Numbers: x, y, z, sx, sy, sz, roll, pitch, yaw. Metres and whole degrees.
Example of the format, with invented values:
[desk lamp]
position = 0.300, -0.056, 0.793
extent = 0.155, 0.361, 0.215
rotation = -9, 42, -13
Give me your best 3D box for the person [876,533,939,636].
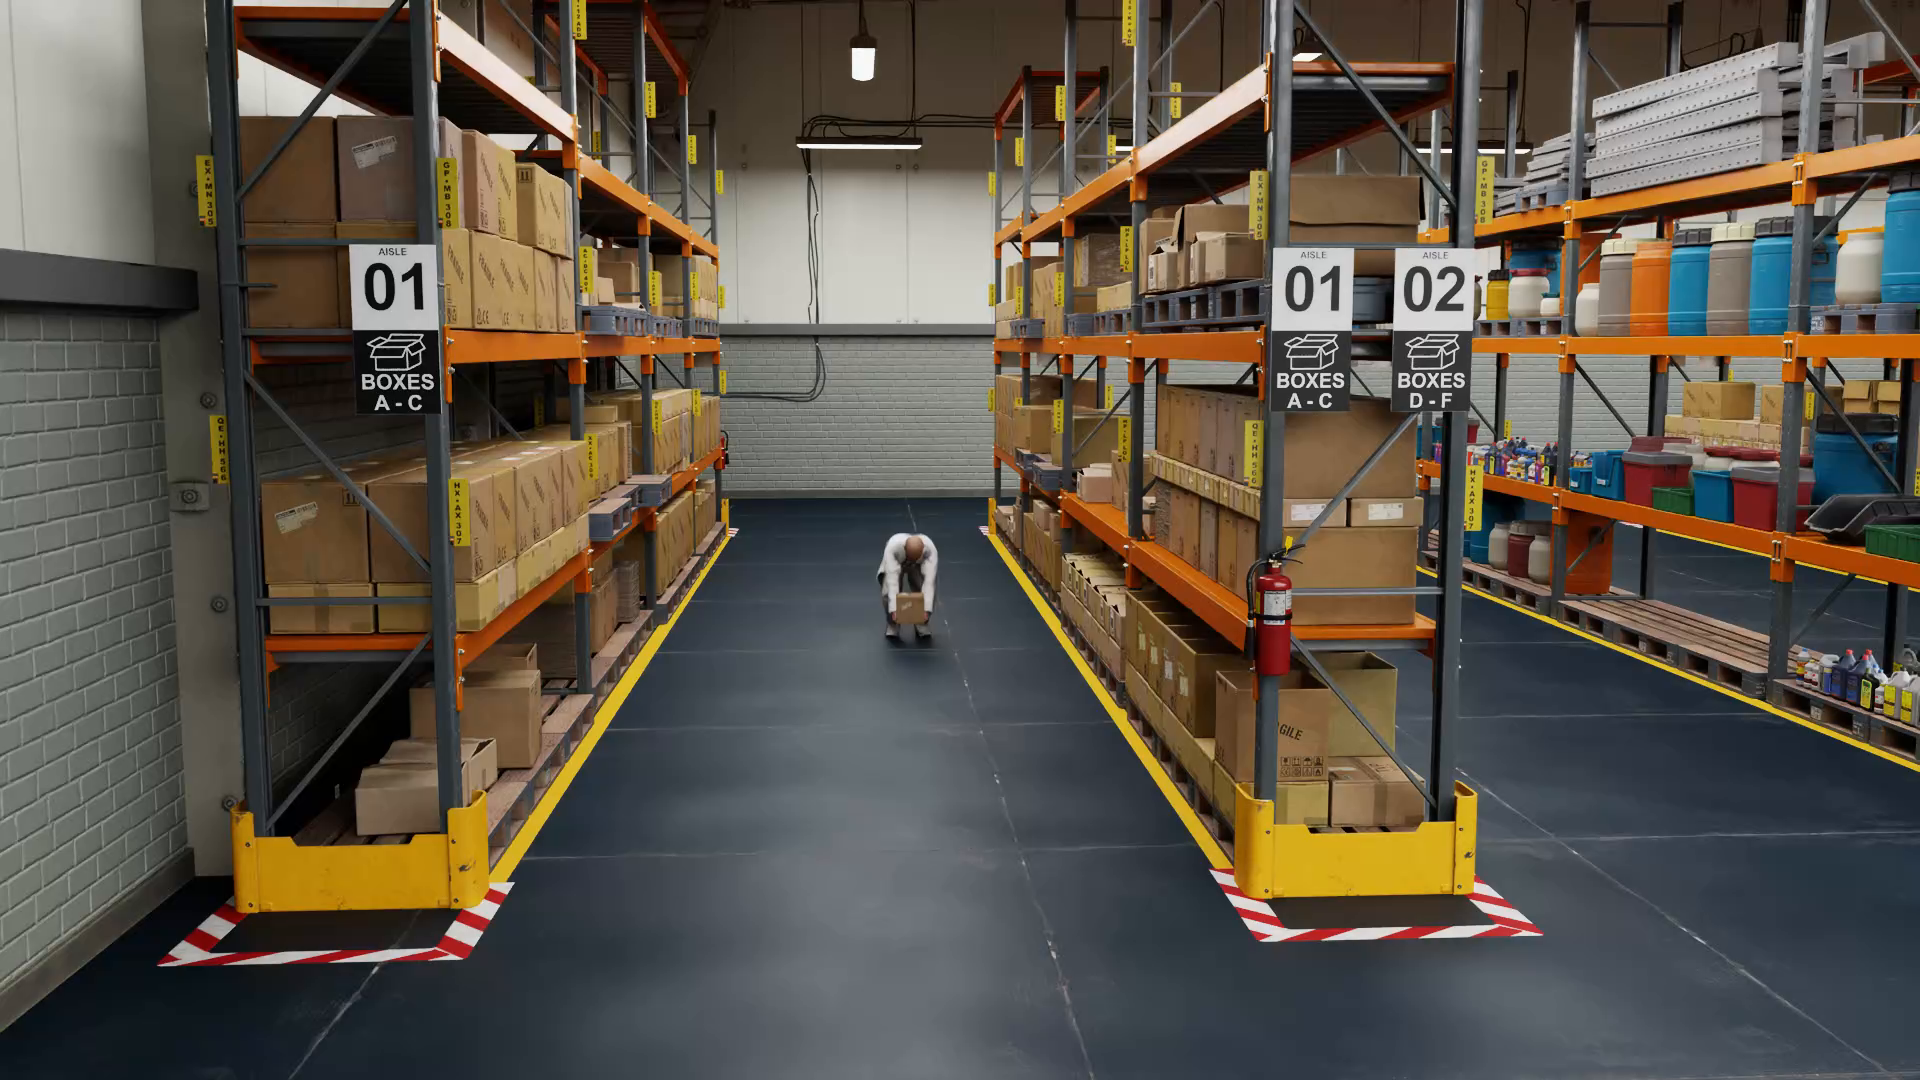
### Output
[person]
position = -0.481, 0.426, 15.558
extent = 0.595, 0.987, 0.943
rotation = -1, 7, -6
